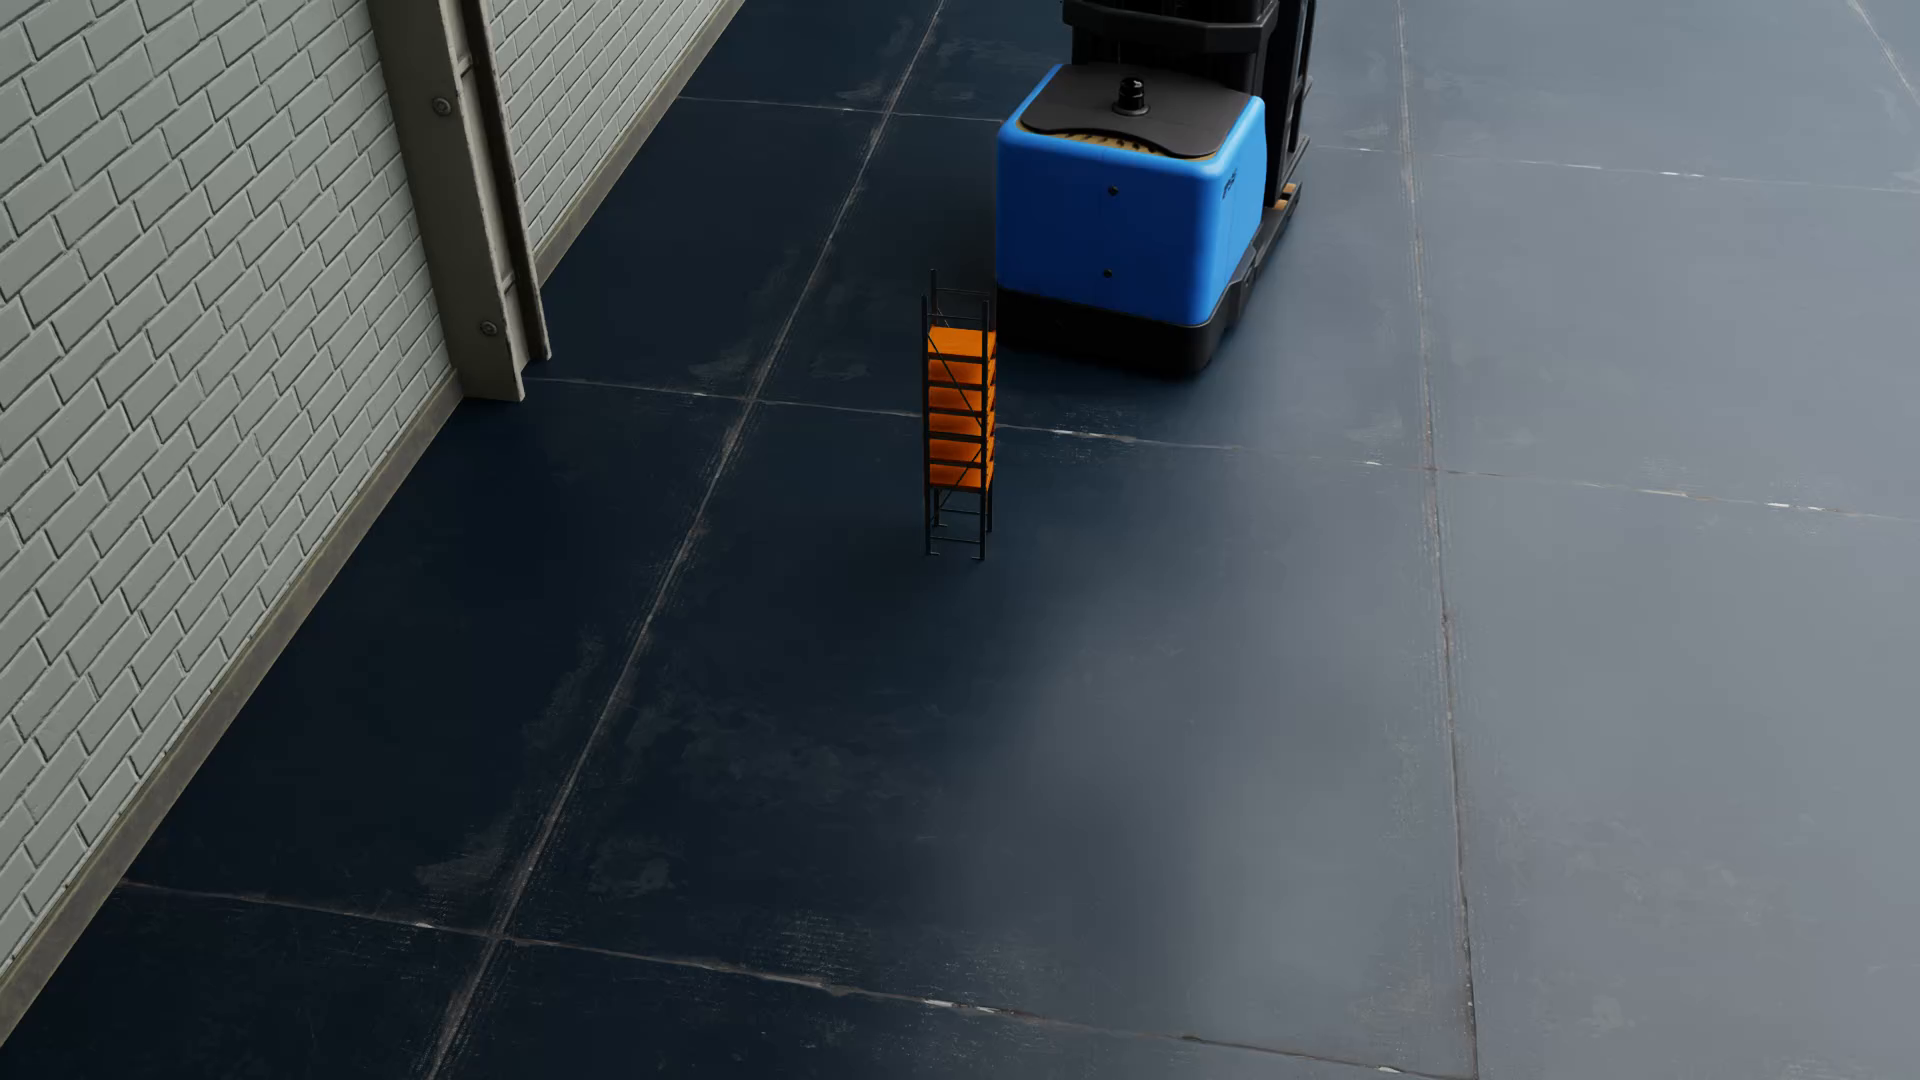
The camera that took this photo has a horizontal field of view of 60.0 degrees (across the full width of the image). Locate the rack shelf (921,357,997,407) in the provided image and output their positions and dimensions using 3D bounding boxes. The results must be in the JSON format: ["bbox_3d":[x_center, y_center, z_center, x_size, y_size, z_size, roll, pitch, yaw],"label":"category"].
[{"bbox_3d":[-0.002,-0.604,6.232,0.258,0.103,0.180,6,40,8],"label":"rack shelf"}]

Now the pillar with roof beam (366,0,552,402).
[{"bbox_3d":[2.140,-3.758,4.233,9.100,9.000,0.400,6,40,8],"label":"pillar with roof beam"}]

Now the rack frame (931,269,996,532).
[{"bbox_3d":[0.013,-0.511,6.426,0.240,1.200,0.006,6,40,8],"label":"rack frame"}]

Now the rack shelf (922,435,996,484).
[{"bbox_3d":[-0.003,-0.327,6.461,0.258,0.103,0.180,6,40,8],"label":"rack shelf"}]

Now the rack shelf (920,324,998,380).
[{"bbox_3d":[-0.002,-0.697,6.156,0.258,0.103,0.180,6,40,8],"label":"rack shelf"}]

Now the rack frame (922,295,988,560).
[{"bbox_3d":[-0.018,-0.396,6.287,0.240,1.200,0.006,6,40,8],"label":"rack frame"}]

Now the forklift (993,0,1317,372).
[{"bbox_3d":[1.167,-2.837,7.881,1.130,2.935,3.031,14,42,17],"label":"forklift"}]

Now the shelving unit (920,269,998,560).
[{"bbox_3d":[-0.002,-0.453,6.357,0.258,1.200,0.189,6,40,8],"label":"shelving unit"}]

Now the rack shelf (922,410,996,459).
[{"bbox_3d":[-0.003,-0.419,6.385,0.258,0.103,0.180,6,40,8],"label":"rack shelf"}]

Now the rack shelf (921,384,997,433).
[{"bbox_3d":[-0.002,-0.512,6.309,0.258,0.103,0.180,6,40,8],"label":"rack shelf"}]

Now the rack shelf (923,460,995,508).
[{"bbox_3d":[-0.003,-0.234,6.538,0.258,0.103,0.180,6,40,8],"label":"rack shelf"}]
